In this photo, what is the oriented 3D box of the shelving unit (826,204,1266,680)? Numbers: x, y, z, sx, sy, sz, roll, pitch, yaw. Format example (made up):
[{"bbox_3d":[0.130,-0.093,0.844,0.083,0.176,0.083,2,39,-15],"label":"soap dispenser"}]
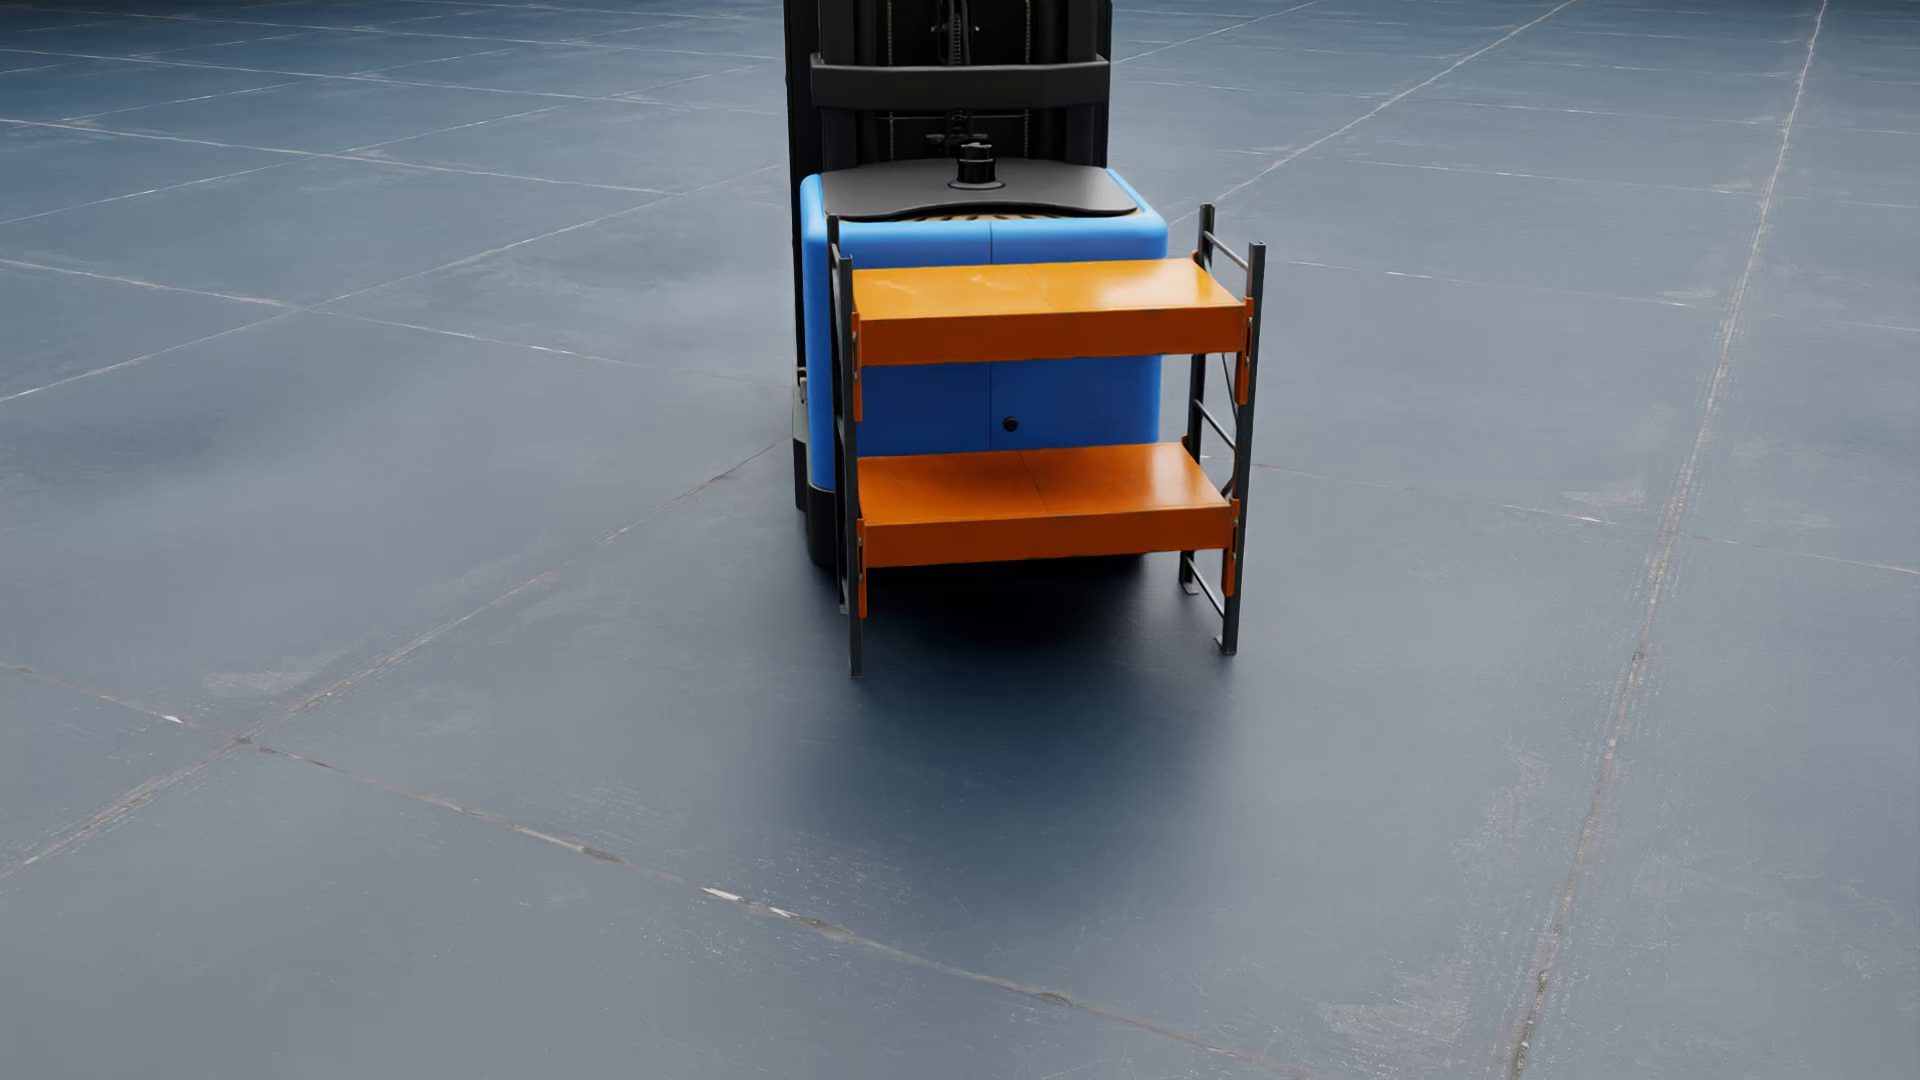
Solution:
[{"bbox_3d":[0.199,-0.274,4.458,1.048,1.125,0.538,-3,23,-7],"label":"shelving unit"}]

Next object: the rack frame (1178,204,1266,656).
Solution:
[{"bbox_3d":[0.702,-0.302,4.522,0.032,1.125,0.500,-3,23,-7],"label":"rack frame"}]

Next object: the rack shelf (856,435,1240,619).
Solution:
[{"bbox_3d":[0.199,-0.049,4.554,1.000,0.278,0.538,-3,23,-7],"label":"rack shelf"}]

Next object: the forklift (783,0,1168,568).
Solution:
[{"bbox_3d":[-0.066,-1.804,5.746,1.130,2.935,3.031,-2,23,-5],"label":"forklift"}]

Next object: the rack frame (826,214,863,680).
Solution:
[{"bbox_3d":[-0.305,-0.247,4.394,0.032,1.125,0.500,-3,23,-7],"label":"rack frame"}]

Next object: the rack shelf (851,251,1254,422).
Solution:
[{"bbox_3d":[0.199,-0.544,4.343,1.000,0.278,0.538,-3,23,-7],"label":"rack shelf"}]
